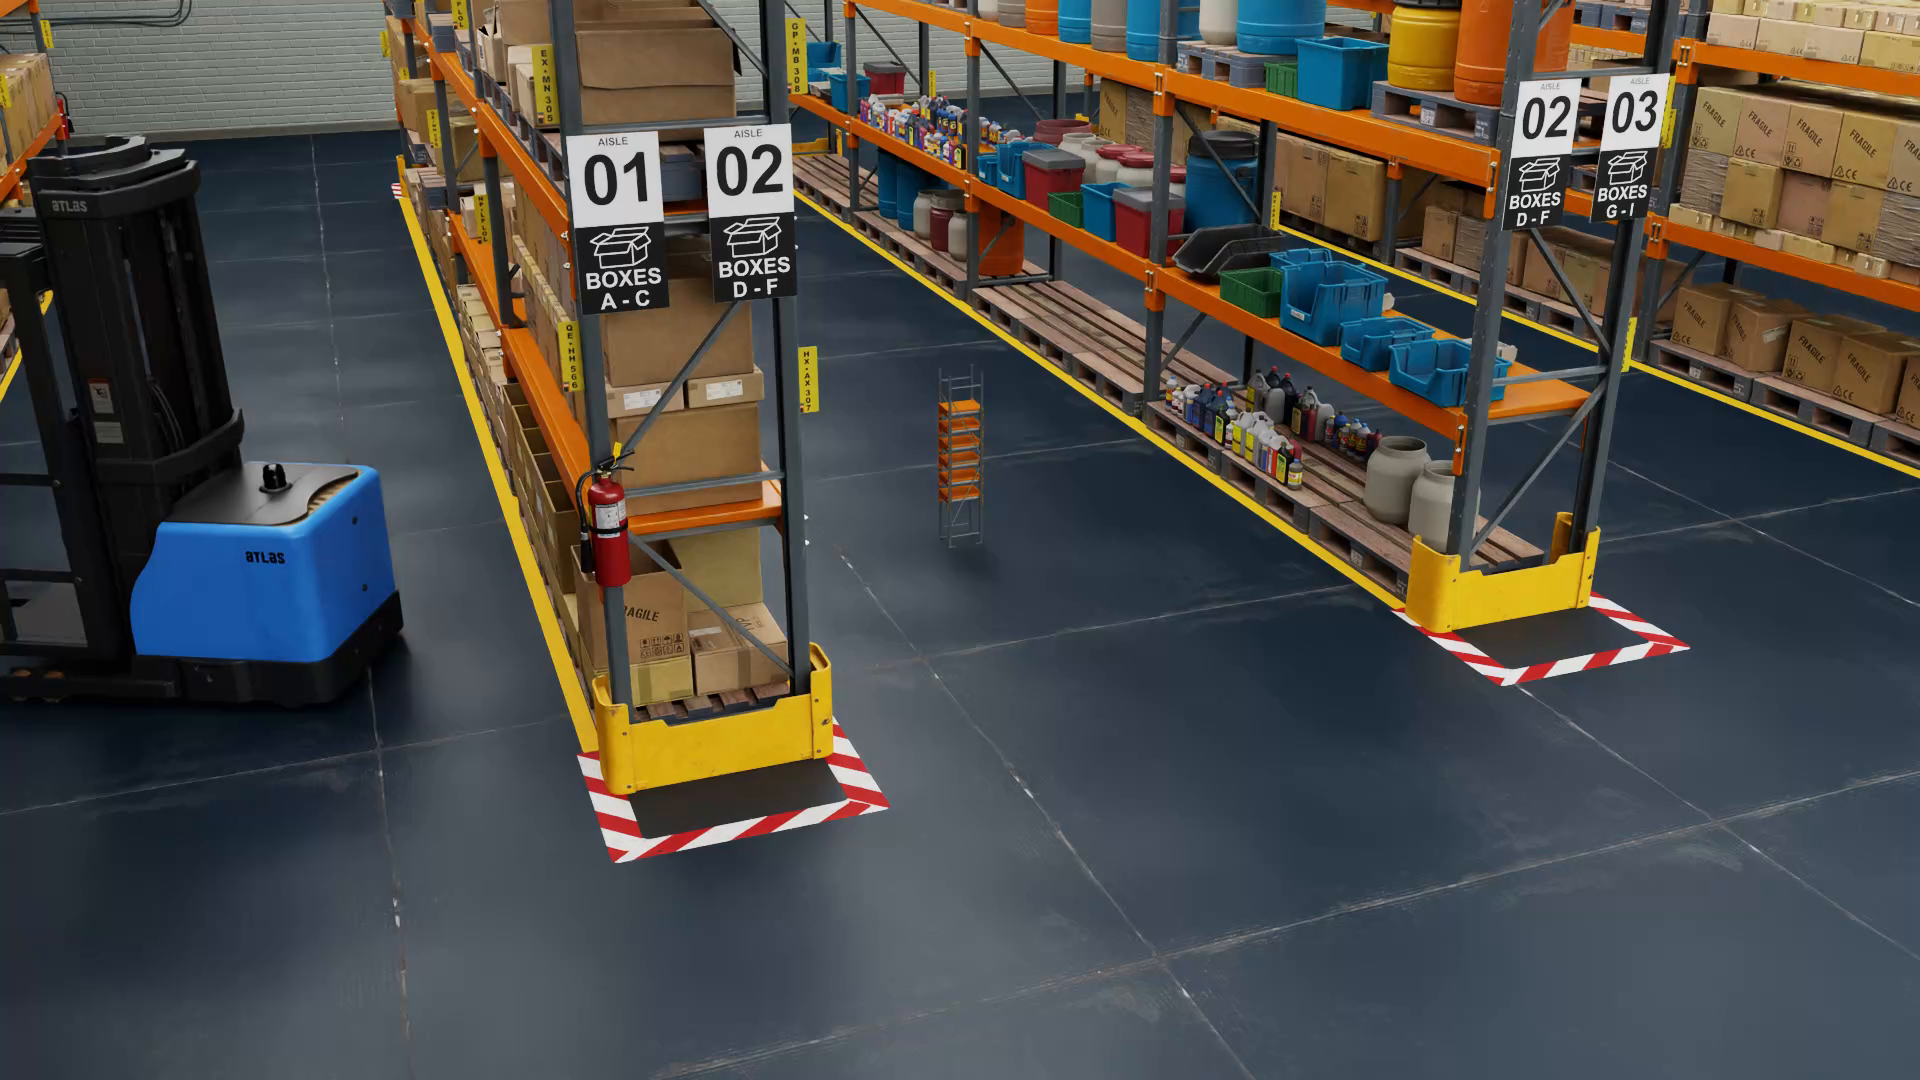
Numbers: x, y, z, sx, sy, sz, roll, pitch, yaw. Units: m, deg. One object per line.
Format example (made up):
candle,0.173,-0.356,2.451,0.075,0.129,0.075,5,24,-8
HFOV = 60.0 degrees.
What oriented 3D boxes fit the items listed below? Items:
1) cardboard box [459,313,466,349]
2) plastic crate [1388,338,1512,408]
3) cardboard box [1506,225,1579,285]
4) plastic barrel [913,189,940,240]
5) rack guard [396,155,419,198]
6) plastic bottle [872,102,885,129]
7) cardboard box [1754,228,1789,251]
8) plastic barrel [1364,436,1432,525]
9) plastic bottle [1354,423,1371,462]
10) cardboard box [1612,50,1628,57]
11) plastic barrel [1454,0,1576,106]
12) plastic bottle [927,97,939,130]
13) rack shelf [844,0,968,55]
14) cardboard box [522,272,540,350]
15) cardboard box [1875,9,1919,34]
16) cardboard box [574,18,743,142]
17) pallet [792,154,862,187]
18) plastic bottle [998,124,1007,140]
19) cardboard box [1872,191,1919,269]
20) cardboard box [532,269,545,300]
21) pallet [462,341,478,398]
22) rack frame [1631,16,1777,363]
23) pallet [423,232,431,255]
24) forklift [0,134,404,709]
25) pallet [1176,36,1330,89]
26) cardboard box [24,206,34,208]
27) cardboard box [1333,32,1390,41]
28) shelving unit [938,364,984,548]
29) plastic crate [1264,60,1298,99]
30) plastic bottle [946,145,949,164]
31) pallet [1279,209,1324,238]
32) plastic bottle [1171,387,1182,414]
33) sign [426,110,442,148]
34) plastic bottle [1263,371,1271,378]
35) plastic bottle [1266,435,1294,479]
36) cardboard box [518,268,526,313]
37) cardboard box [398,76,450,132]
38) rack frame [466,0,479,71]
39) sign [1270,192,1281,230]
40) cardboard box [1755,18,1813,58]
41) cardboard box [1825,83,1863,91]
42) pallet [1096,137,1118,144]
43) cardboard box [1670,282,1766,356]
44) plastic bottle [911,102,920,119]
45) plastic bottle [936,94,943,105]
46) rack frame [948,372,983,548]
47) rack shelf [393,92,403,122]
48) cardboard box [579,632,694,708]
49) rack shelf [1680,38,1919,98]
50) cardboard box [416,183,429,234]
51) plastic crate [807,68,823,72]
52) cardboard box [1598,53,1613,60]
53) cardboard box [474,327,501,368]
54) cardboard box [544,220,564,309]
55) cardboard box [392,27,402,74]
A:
cardboard box,-4.170,-1.864,14.809,0.500,0.250,0.500,-8,24,-19
plastic crate,2.925,-1.012,9.979,0.499,0.251,0.616,-8,24,-19
cardboard box,5.859,-2.931,16.994,0.700,0.500,0.500,-6,24,-15
plastic barrel,-0.315,-3.672,18.762,0.421,0.512,0.421,0,23,0
rack guard,-6.879,-4.895,22.220,1.175,0.500,0.348,-8,24,-19
plastic bottle,-0.921,-4.889,19.147,0.152,0.276,0.135,-8,24,-19
cardboard box,6.734,-2.471,13.575,0.380,0.149,0.250,-8,24,-19
plastic barrel,2.900,-0.397,10.993,0.421,0.512,0.421,0,23,0
plastic bottle,2.911,-0.711,12.021,0.097,0.271,0.097,0,23,0
cardboard box,8.618,-6.299,21.349,0.380,0.149,0.250,-7,24,-17
plastic barrel,3.091,-2.872,9.246,0.600,0.830,0.708,-8,24,-19
plastic bottle,-0.296,-4.901,19.079,0.144,0.351,0.185,-8,24,-19
rack shelf,-0.151,-5.624,17.794,1.077,0.370,4.000,-8,24,-19
cardboard box,-2.504,-1.600,11.056,0.700,0.500,0.500,-9,24,-20
cardboard box,7.047,-3.851,12.343,0.380,0.149,0.250,-8,24,-18
cardboard box,-1.453,-2.158,7.793,0.797,0.503,0.637,-7,24,-15
pallet,-2.016,-5.163,23.228,1.003,0.211,1.213,-8,24,-19
plastic bottle,0.455,-4.301,17.742,0.061,0.283,0.133,-8,24,-19
cardboard box,7.421,-2.358,12.472,0.875,0.500,0.500,-8,24,-19
cardboard box,-2.391,-1.564,10.135,0.380,0.149,0.250,-9,25,-21
pallet,-3.826,-1.578,14.723,1.003,0.211,1.213,-8,24,-19
rack frame,6.602,-3.072,14.677,1.000,3.000,0.127,-8,24,-19
pallet,-5.735,-3.586,19.486,1.003,0.211,1.213,-8,24,-19
forklift,-4.845,-0.662,9.046,3.031,2.935,1.130,2,23,5
pallet,2.315,-3.439,11.929,1.213,0.211,1.003,-8,24,-19
cardboard box,-10.294,-3.268,17.818,0.700,0.500,0.500,-8,24,-18
cardboard box,4.718,-5.539,19.109,0.797,0.503,0.637,-8,24,-18
shelving unit,0.005,-0.548,11.005,0.258,1.200,0.189,-8,24,-19
plastic crate,2.271,-3.067,11.074,0.336,0.188,0.450,-8,24,-19
plastic bottle,-0.092,-3.971,17.066,0.097,0.201,0.097,0,23,0
pallet,4.554,-3.980,20.421,1.003,0.211,1.213,-8,24,-19
plastic bottle,1.707,-1.093,13.018,0.097,0.201,0.097,0,23,0
sign,-4.584,-3.587,14.510,0.100,0.325,0.005,-8,24,-19
plastic bottle,2.447,-1.214,13.200,0.061,0.283,0.133,-7,24,-16
plastic bottle,2.259,-0.589,11.727,0.152,0.276,0.135,-8,24,-19
cardboard box,-2.882,-1.818,11.895,0.500,0.250,0.500,-7,24,-16
cardboard box,-5.535,-4.658,17.770,0.700,0.500,0.500,-18,29,-36
rack frame,-2.667,-4.479,10.290,1.000,3.000,0.127,-8,24,-19
sign,2.487,-2.592,13.181,0.100,0.325,0.005,-8,24,-19
cardboard box,6.713,-3.995,13.198,0.500,0.250,0.500,-9,24,-19
cardboard box,10.194,-5.328,18.613,0.700,0.500,0.500,-9,24,-20
pallet,2.718,-5.868,24.900,1.003,0.211,1.213,-8,24,-19
cardboard box,6.706,-1.963,14.723,0.500,0.500,0.500,-9,25,-21
plastic bottle,-0.526,-5.085,19.709,0.097,0.201,0.097,0,23,0
plastic bottle,-0.227,-4.988,19.285,0.144,0.351,0.185,-8,24,-19
rack frame,0.037,-0.514,10.926,0.240,1.200,0.006,-8,24,-19
rack shelf,-6.200,-5.016,20.216,1.077,0.370,4.000,-8,24,-19
cardboard box,-1.720,0.658,8.826,0.500,0.250,0.500,-8,24,-19
rack shelf,7.309,-3.396,12.510,1.077,0.370,4.000,-8,24,-19
cardboard box,-5.960,-3.840,19.151,0.500,0.500,0.500,-8,24,-19
plastic crate,-2.026,-6.090,21.975,0.416,0.233,0.300,-8,24,-19
cardboard box,8.535,-6.252,21.620,0.380,0.149,0.250,-7,24,-17
cardboard box,-3.616,-1.560,13.367,0.500,0.311,0.500,-9,24,-20
cardboard box,-1.972,-1.651,9.506,0.700,0.500,0.500,-8,24,-19
cardboard box,-6.452,-5.828,19.800,0.500,0.500,0.500,-9,24,-19
